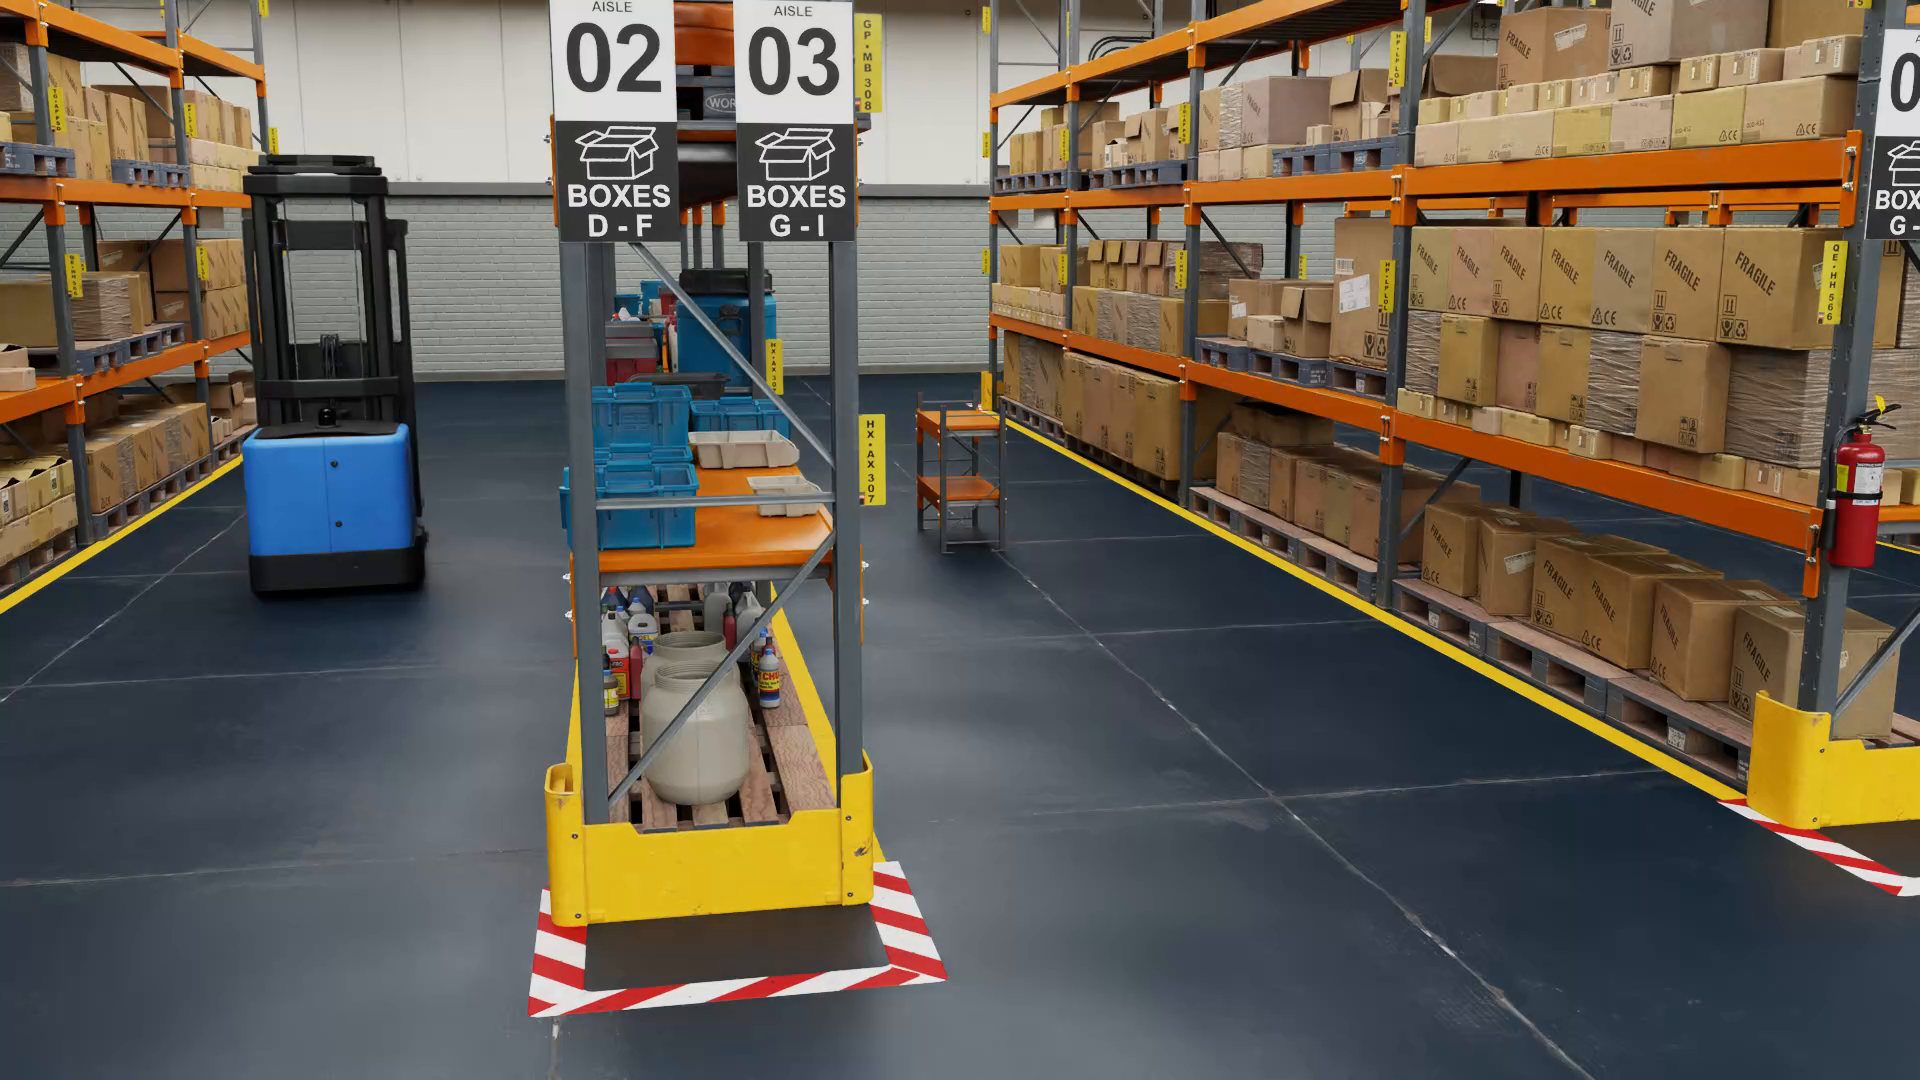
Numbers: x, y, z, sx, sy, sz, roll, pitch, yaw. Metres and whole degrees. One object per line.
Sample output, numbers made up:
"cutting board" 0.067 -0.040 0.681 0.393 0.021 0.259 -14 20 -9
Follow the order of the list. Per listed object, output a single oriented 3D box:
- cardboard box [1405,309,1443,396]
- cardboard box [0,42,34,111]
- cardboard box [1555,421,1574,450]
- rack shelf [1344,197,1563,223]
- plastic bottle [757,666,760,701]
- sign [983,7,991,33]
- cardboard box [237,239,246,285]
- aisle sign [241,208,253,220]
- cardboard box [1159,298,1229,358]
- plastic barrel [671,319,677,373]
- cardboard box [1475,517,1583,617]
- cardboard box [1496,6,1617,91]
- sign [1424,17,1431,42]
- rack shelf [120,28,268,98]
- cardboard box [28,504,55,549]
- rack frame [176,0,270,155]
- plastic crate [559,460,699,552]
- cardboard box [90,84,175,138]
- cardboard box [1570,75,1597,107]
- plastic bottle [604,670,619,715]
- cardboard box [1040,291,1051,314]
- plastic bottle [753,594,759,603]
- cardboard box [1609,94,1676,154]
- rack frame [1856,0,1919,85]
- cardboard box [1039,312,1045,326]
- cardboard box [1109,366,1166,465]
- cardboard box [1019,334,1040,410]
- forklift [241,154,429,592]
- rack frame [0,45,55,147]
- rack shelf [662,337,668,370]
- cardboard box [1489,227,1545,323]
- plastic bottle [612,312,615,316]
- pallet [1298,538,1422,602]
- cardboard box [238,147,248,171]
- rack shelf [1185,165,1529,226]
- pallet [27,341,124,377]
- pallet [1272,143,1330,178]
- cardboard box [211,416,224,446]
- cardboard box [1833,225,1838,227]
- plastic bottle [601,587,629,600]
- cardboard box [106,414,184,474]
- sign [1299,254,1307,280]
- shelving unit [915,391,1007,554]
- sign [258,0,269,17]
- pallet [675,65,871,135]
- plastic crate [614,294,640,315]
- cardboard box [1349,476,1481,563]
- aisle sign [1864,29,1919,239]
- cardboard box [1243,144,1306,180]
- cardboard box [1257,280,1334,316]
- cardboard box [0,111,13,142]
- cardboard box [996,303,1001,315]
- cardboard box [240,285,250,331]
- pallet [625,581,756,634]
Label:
"cardboard box" 3.250 -1.154 10.177 0.875 0.500 0.500 -2 11 -11
"cardboard box" -7.351 -3.512 12.663 0.500 0.500 0.500 -2 11 -11
"cardboard box" 3.368 -0.551 8.743 0.380 0.149 0.250 -2 11 -11
"rack shelf" 6.163 -4.160 20.932 1.077 0.370 4.000 -2 11 -11
"plastic bottle" -0.924 0.665 7.985 0.097 0.201 0.097 0 11 0
"sign" 0.344 -6.710 21.459 0.100 0.325 0.005 -2 11 -11
"cardboard box" -8.168 -3.072 18.374 0.500 0.500 0.500 -2 11 -9
"aisle sign" -8.541 -4.186 20.215 0.394 0.787 0.004 -2 11 -11
"cardboard box" 2.106 -1.908 14.933 0.500 0.500 0.500 -2 11 -9
"plastic barrel" -1.749 -1.249 11.371 0.433 0.535 0.433 0 11 0
"cardboard box" 3.381 0.157 9.910 0.500 0.500 0.500 1 11 7
"cardboard box" 3.561 -2.885 9.910 0.500 0.500 0.500 -2 11 -13
"sign" 6.323 -6.907 22.496 0.100 0.325 0.005 -2 11 -11
"rack shelf" -8.439 -5.111 17.913 1.077 0.370 4.000 -2 11 -11
"cardboard box" -6.827 -0.092 11.886 0.500 0.250 0.500 -2 11 -12
"rack frame" -8.828 -5.832 19.772 1.000 3.000 0.127 -2 11 -11
"plastic crate" -1.248 -0.138 6.298 0.499 0.251 0.616 -2 11 -11
"cardboard box" -8.182 -4.253 16.557 0.700 0.500 0.500 -2 11 -11
"cardboard box" 3.359 -2.285 8.493 0.380 0.149 0.250 -2 11 -10
"plastic bottle" -1.644 0.707 7.765 0.097 0.201 0.097 0 11 0
"cardboard box" 1.221 -2.750 19.228 0.500 0.250 0.500 -2 11 -9
"plastic bottle" -1.117 0.426 9.026 0.061 0.283 0.133 -1 11 -7
"cardboard box" 3.467 -1.975 7.930 0.500 0.250 0.500 -2 11 -10
"rack frame" 4.001 -3.257 6.244 1.000 3.000 0.127 -2 11 -11
"cardboard box" 1.137 -2.573 19.366 0.380 0.149 0.250 -2 11 -10
"cardboard box" 2.166 -1.231 16.202 1.225 0.875 0.875 -2 11 -11
"cardboard box" 1.270 -2.126 20.904 0.875 0.875 0.875 -2 11 -11
"forklift" -4.613 -1.323 12.306 1.130 2.935 3.031 -3 11 -16
"rack frame" -7.272 -4.365 12.064 1.000 3.000 0.127 -2 11 -11
"rack shelf" -2.802 -1.611 15.562 1.077 0.370 4.000 -2 11 -11
"cardboard box" 3.257 -1.455 9.083 0.500 0.500 0.500 -2 11 -11
"plastic bottle" -3.512 -2.167 16.869 0.061 0.283 0.133 -2 11 -11
"pallet" 3.071 0.183 11.670 1.003 0.211 1.213 -2 11 -11
"cardboard box" -8.287 -4.262 18.610 0.500 0.250 0.500 -2 11 -11
"rack shelf" 2.834 -2.531 12.373 1.077 0.370 4.000 -2 11 -11
"pallet" -7.473 -1.446 13.282 1.213 0.211 1.003 -2 11 -11
"pallet" 3.003 -2.733 12.010 1.213 0.211 1.003 -2 11 -11
"cardboard box" -7.920 -1.132 17.135 0.500 0.311 0.500 -2 11 -11
"cardboard box" 11.071 -3.828 20.609 0.380 0.149 0.250 -2 11 -10
"plastic bottle" -1.913 0.391 9.229 0.152 0.276 0.135 -2 11 -9
"cardboard box" -7.488 -0.877 15.290 0.500 0.500 0.500 -2 11 -10
"sign" 2.976 -2.329 14.526 0.100 0.325 0.005 -2 11 -11
"shelving unit" -0.001 -0.554 13.098 0.538 1.125 1.048 -2 11 -11
"sign" -8.280 -6.386 19.757 0.100 0.325 0.005 -2 11 -11
"pallet" -0.922 -1.666 6.412 1.003 0.211 1.213 -2 11 -11
"plastic crate" -3.616 -2.426 17.802 0.392 0.384 0.575 -2 11 -11
"cardboard box" 3.125 -0.146 11.448 0.700 0.500 0.500 -3 11 -15
"aisle sign" 3.719 -1.565 6.445 0.394 0.787 0.004 -2 11 -11
"cardboard box" 2.496 -2.894 12.757 0.500 0.250 0.500 -2 11 -10
"cardboard box" 2.796 -1.837 13.434 0.700 0.500 0.500 0 11 -3
"cardboard box" -7.129 -2.943 11.892 0.500 0.250 0.500 -3 11 -15
"cardboard box" 0.686 -2.997 21.594 0.380 0.149 0.250 -2 11 -12
"cardboard box" -8.180 -2.583 18.478 0.500 0.500 0.500 -2 11 -12
"pallet" -1.826 0.363 10.723 1.003 0.211 1.213 -2 11 -11
